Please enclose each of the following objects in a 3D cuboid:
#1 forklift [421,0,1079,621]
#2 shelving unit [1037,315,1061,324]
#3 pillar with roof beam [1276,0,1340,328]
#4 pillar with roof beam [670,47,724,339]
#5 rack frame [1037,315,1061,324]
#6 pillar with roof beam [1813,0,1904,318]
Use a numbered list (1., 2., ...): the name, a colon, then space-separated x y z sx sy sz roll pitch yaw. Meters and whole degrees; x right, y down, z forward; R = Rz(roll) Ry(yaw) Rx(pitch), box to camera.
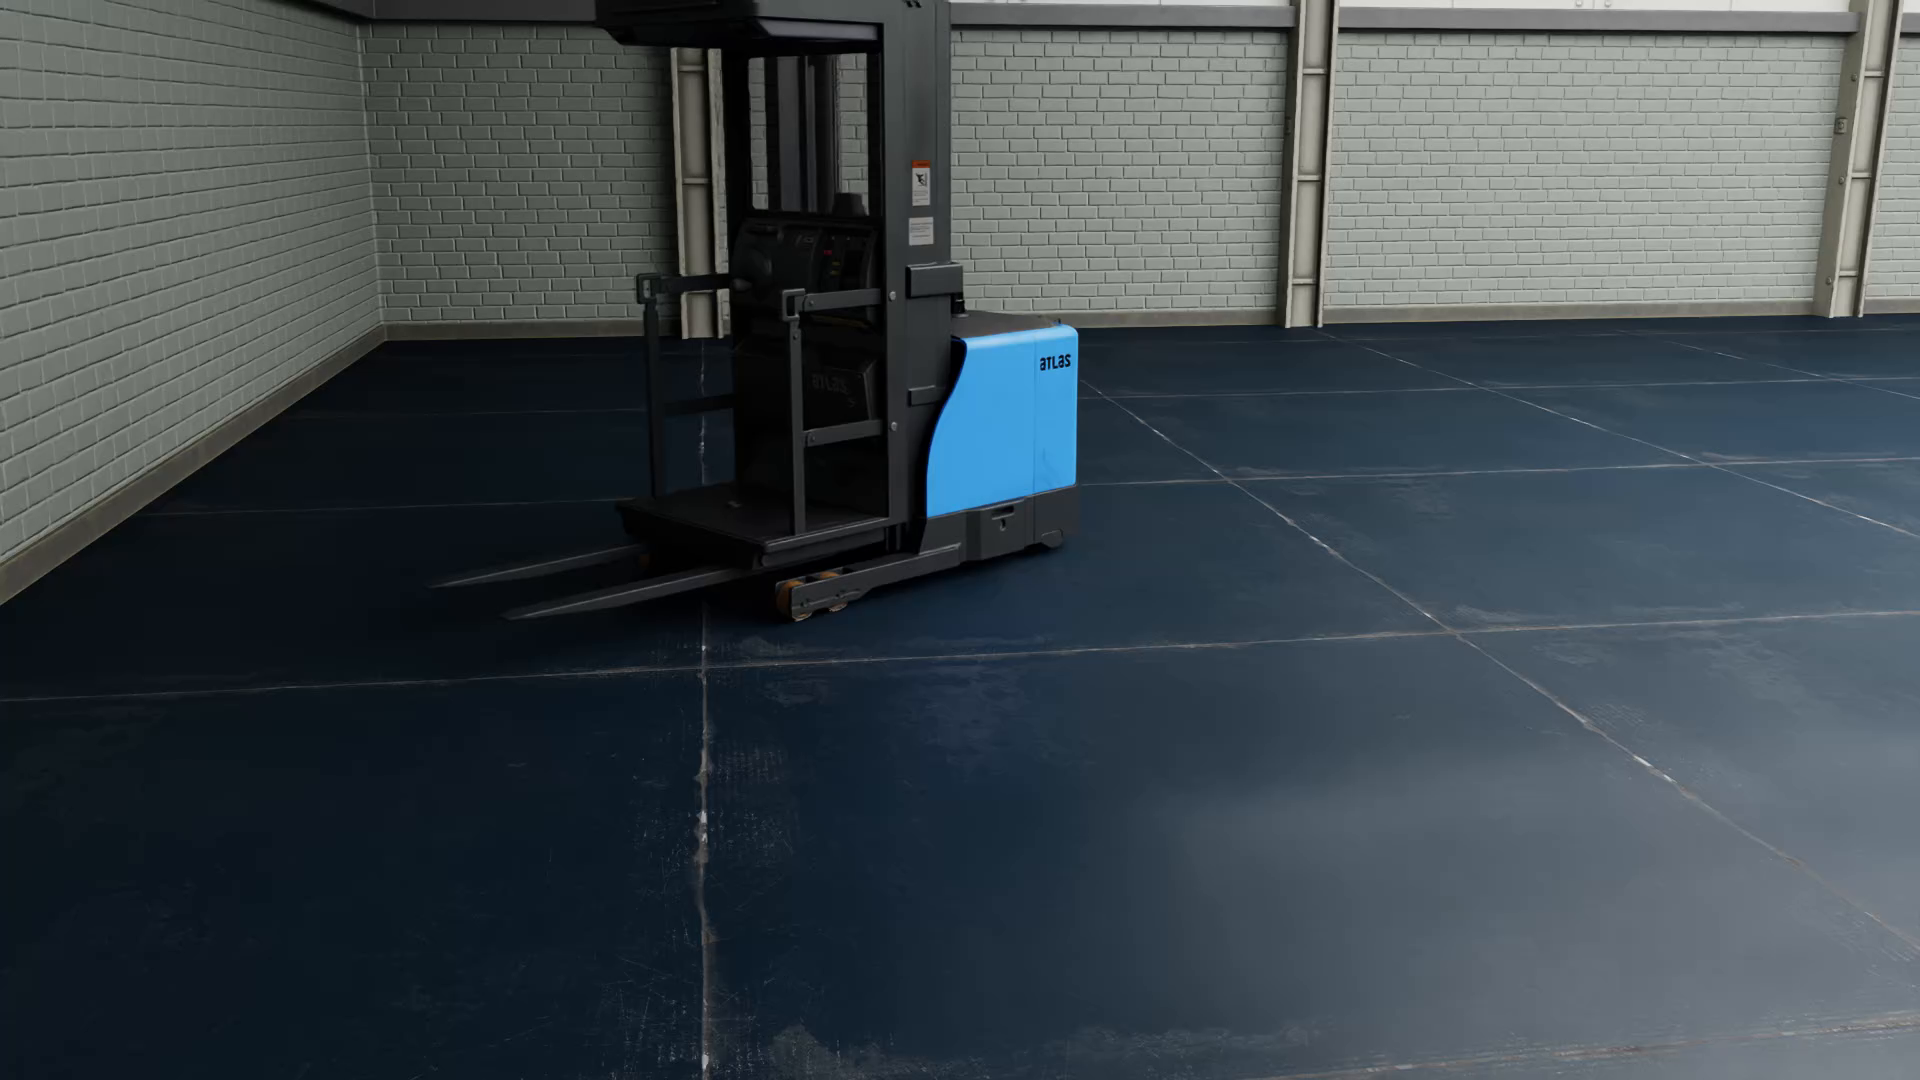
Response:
1. forklift: -0.828 -1.228 7.095 3.031 2.935 1.130 -14 19 -43
2. shelving unit: 0.345 -0.603 8.470 0.252 1.050 0.215 -9 17 -31
3. pillar with roof beam: 4.089 -5.512 11.703 0.400 9.000 9.100 -2 14 -8
4. pillar with roof beam: -1.844 -5.295 10.836 0.400 9.000 9.100 -2 14 -8
5. rack frame: 0.448 -0.619 8.533 0.008 1.050 0.200 -9 17 -31
6. pillar with roof beam: 10.022 -5.730 12.570 0.400 9.000 9.100 -2 14 -8
